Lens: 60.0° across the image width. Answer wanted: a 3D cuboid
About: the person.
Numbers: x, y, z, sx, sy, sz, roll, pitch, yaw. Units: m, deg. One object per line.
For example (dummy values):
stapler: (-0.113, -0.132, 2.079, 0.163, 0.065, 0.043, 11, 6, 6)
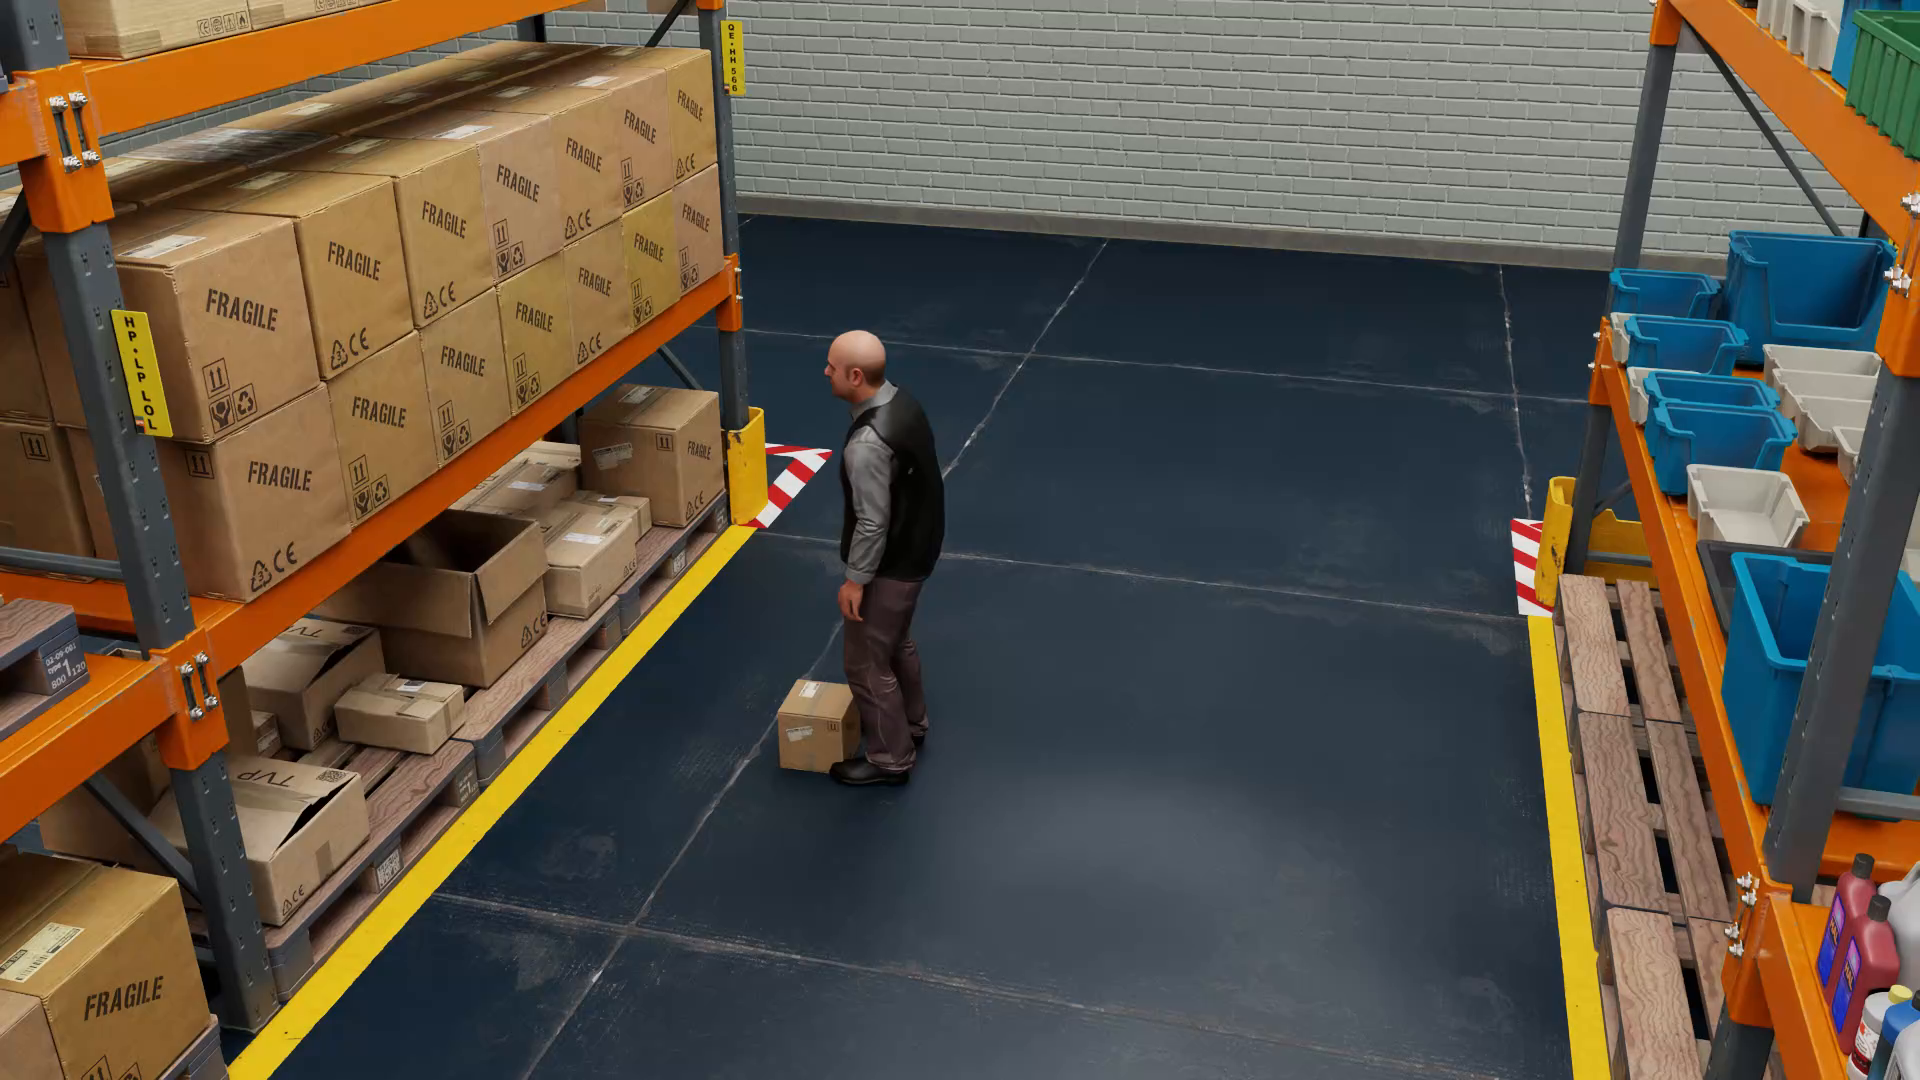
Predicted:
person: (-0.262, 0.076, 5.974, 0.409, 1.722, 0.589, 5, 26, 11)
